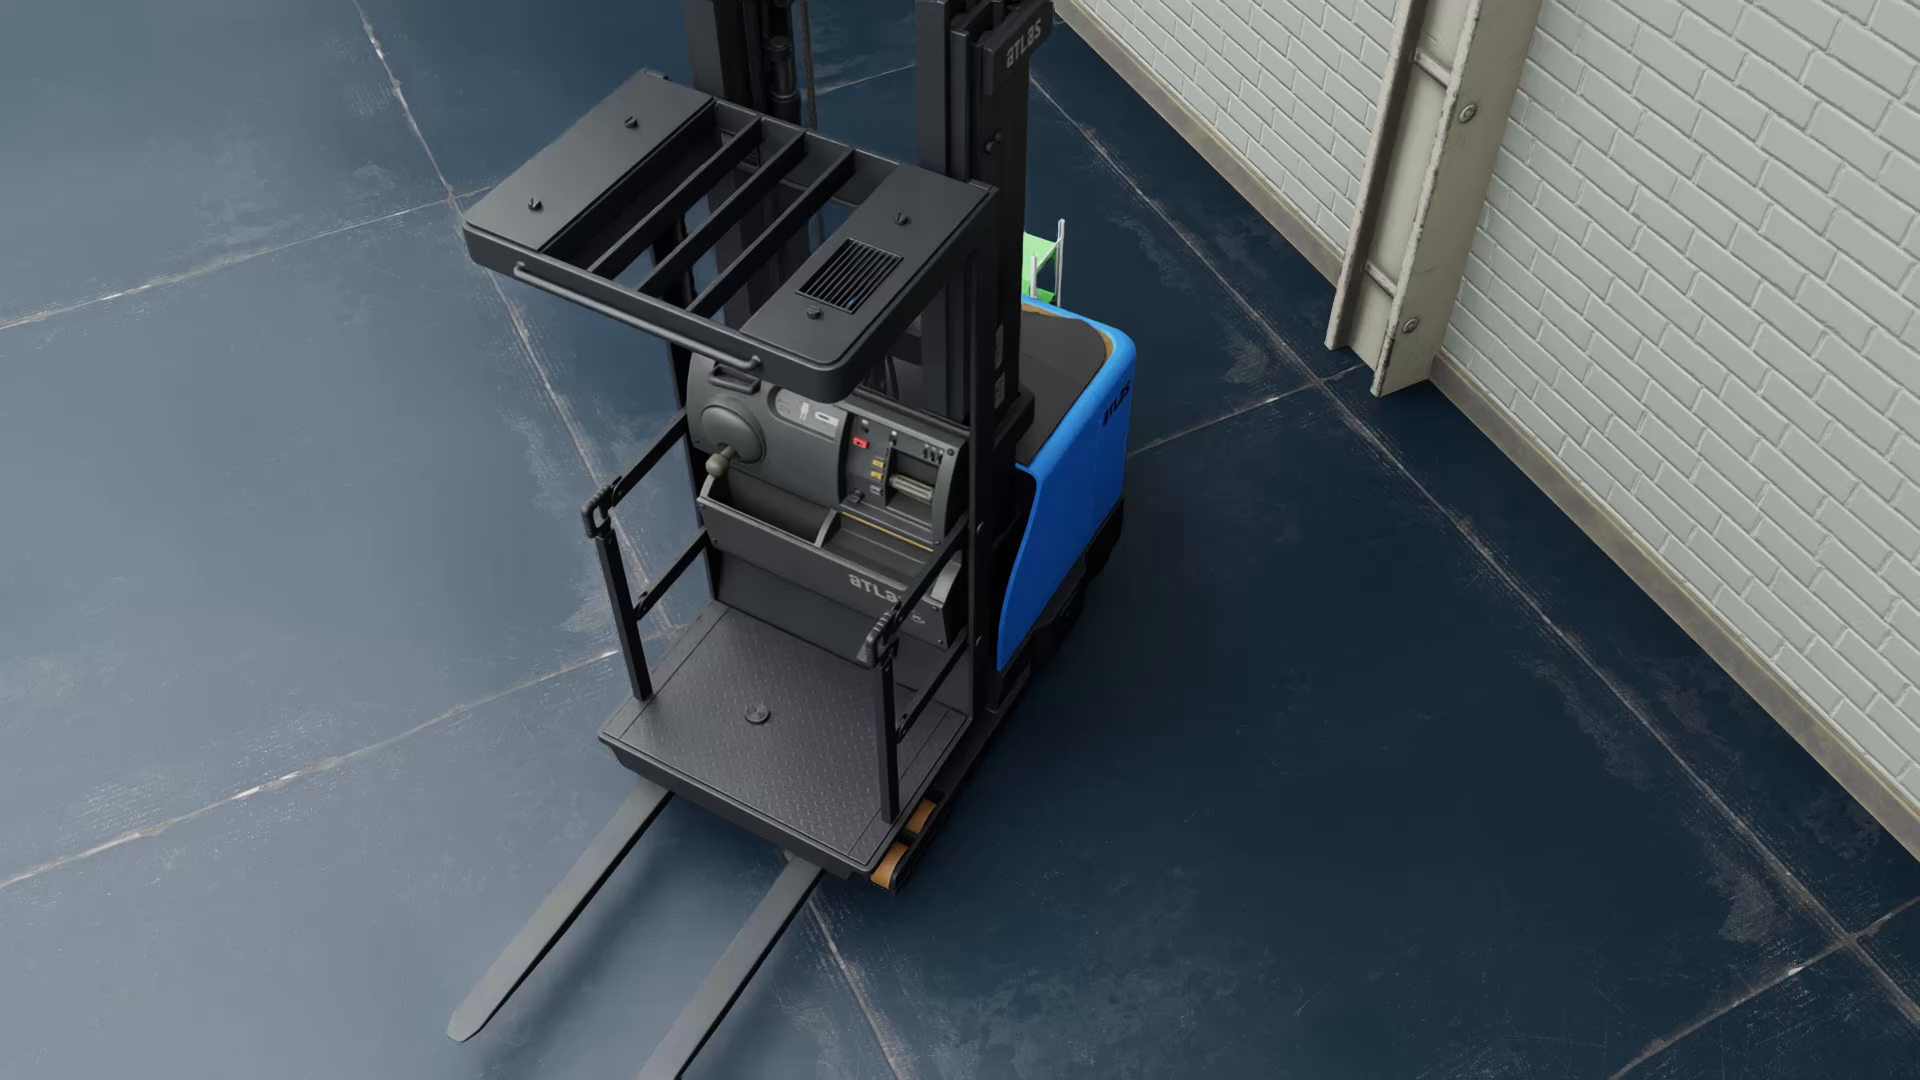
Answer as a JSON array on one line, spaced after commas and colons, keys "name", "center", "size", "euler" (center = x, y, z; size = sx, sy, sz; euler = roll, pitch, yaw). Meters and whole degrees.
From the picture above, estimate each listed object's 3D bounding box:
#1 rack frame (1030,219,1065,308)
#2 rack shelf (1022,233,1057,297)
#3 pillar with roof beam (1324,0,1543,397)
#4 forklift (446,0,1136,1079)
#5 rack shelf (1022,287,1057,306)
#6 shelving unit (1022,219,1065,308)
[{"name": "rack frame", "center": [0.319, -0.697, 6.455], "size": [0.015, 1.200, 0.240], "euler": [23, 53, 19]}, {"name": "rack shelf", "center": [0.105, -1.060, 6.219], "size": [0.480, 0.148, 0.258], "euler": [23, 53, 19]}, {"name": "pillar with roof beam", "center": [-1.980, -2.279, 2.658], "size": [9.100, 9.000, 0.400], "euler": [-21, 52, -18]}, {"name": "forklift", "center": [-0.525, -0.190, 4.861], "size": [1.130, 2.935, 3.031], "euler": [23, 53, 19]}, {"name": "rack shelf", "center": [0.105, -0.902, 6.400], "size": [0.480, 0.148, 0.258], "euler": [23, 53, 19]}, {"name": "shelving unit", "center": [0.105, -0.786, 6.533], "size": [0.503, 1.200, 0.258], "euler": [23, 53, 19]}]
